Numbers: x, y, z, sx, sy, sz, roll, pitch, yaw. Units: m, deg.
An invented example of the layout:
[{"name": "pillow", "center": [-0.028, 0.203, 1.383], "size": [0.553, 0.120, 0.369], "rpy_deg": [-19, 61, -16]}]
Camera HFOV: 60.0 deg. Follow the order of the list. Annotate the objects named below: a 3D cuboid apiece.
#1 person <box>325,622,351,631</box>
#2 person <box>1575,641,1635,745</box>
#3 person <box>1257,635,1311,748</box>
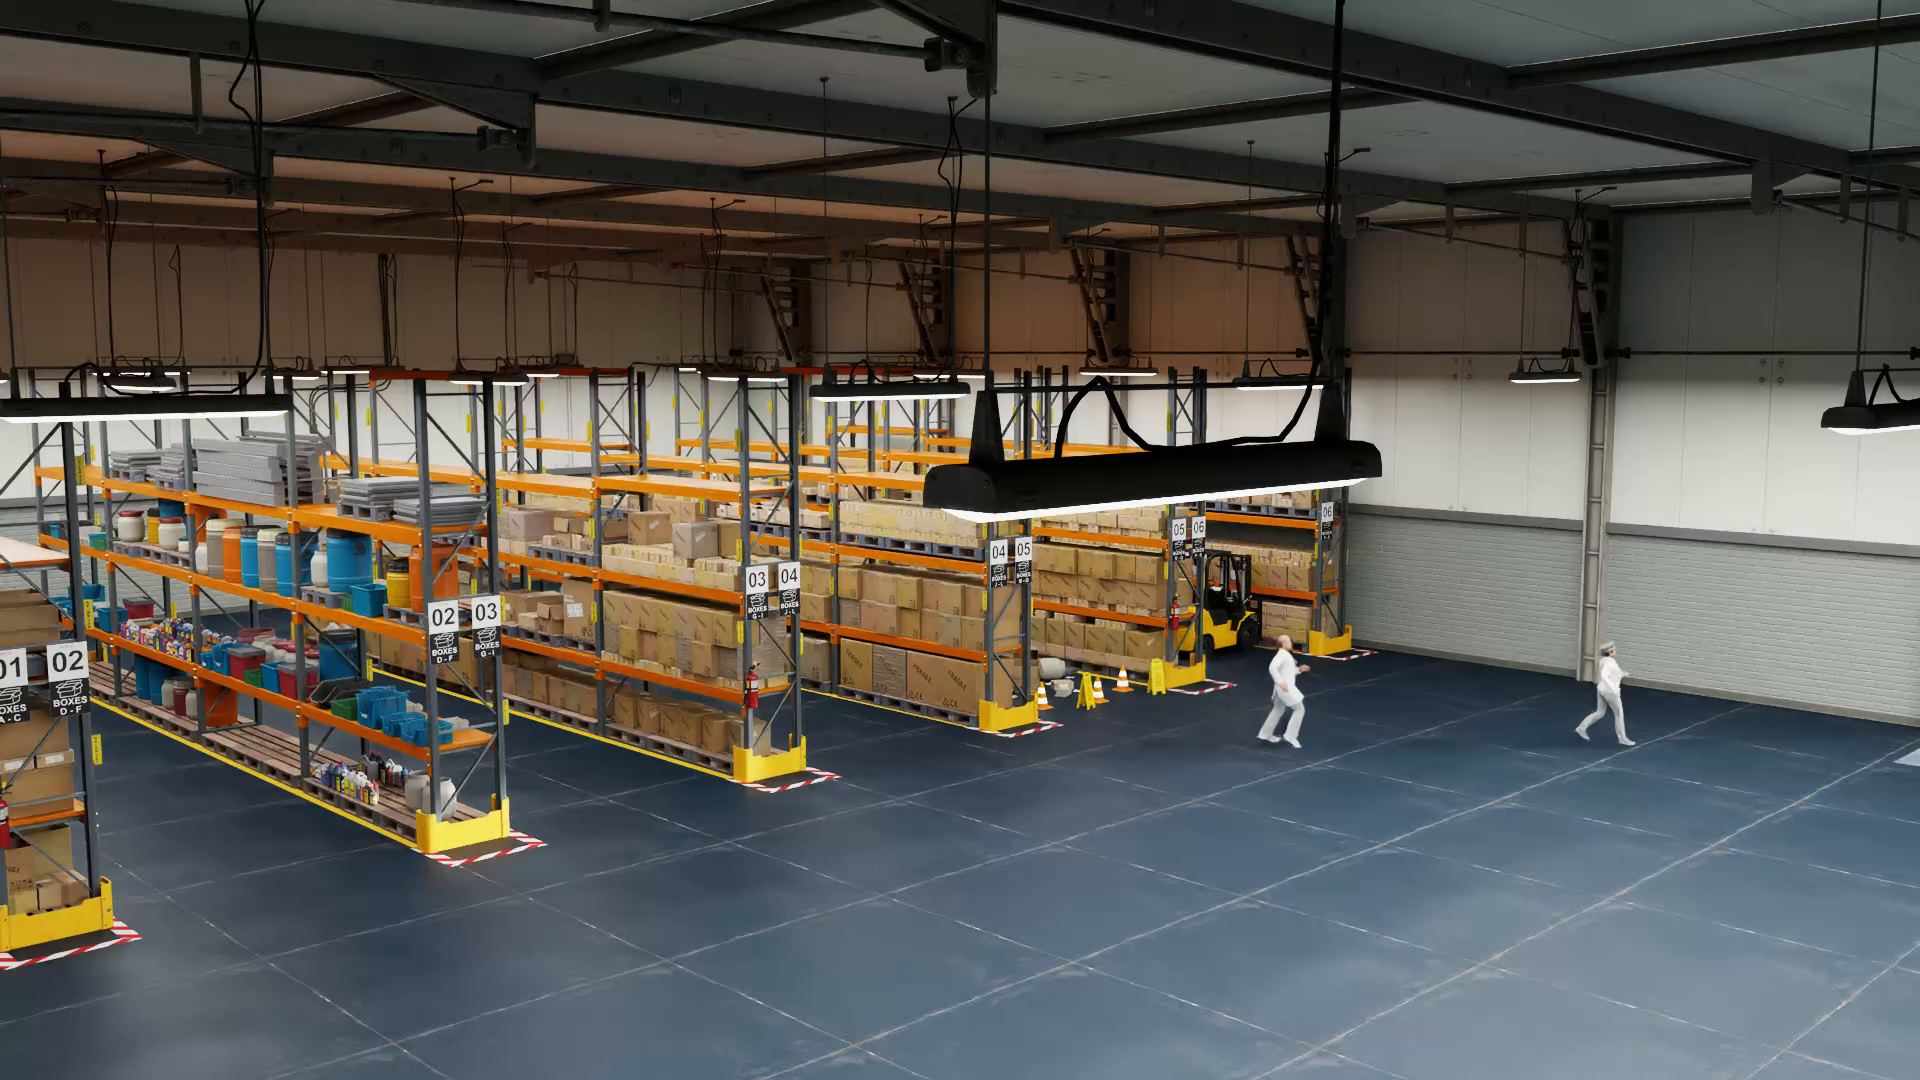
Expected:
[{"name": "person", "center": [-11.023, 2.093, 29.647], "size": [0.799, 1.845, 0.648], "rpy_deg": [5, 8, 39]}, {"name": "person", "center": [10.420, 2.459, 26.720], "size": [0.914, 1.676, 0.611], "rpy_deg": [0, 6, -3]}, {"name": "person", "center": [5.217, 2.544, 26.745], "size": [0.823, 1.632, 0.674], "rpy_deg": [0, 6, 0]}]
